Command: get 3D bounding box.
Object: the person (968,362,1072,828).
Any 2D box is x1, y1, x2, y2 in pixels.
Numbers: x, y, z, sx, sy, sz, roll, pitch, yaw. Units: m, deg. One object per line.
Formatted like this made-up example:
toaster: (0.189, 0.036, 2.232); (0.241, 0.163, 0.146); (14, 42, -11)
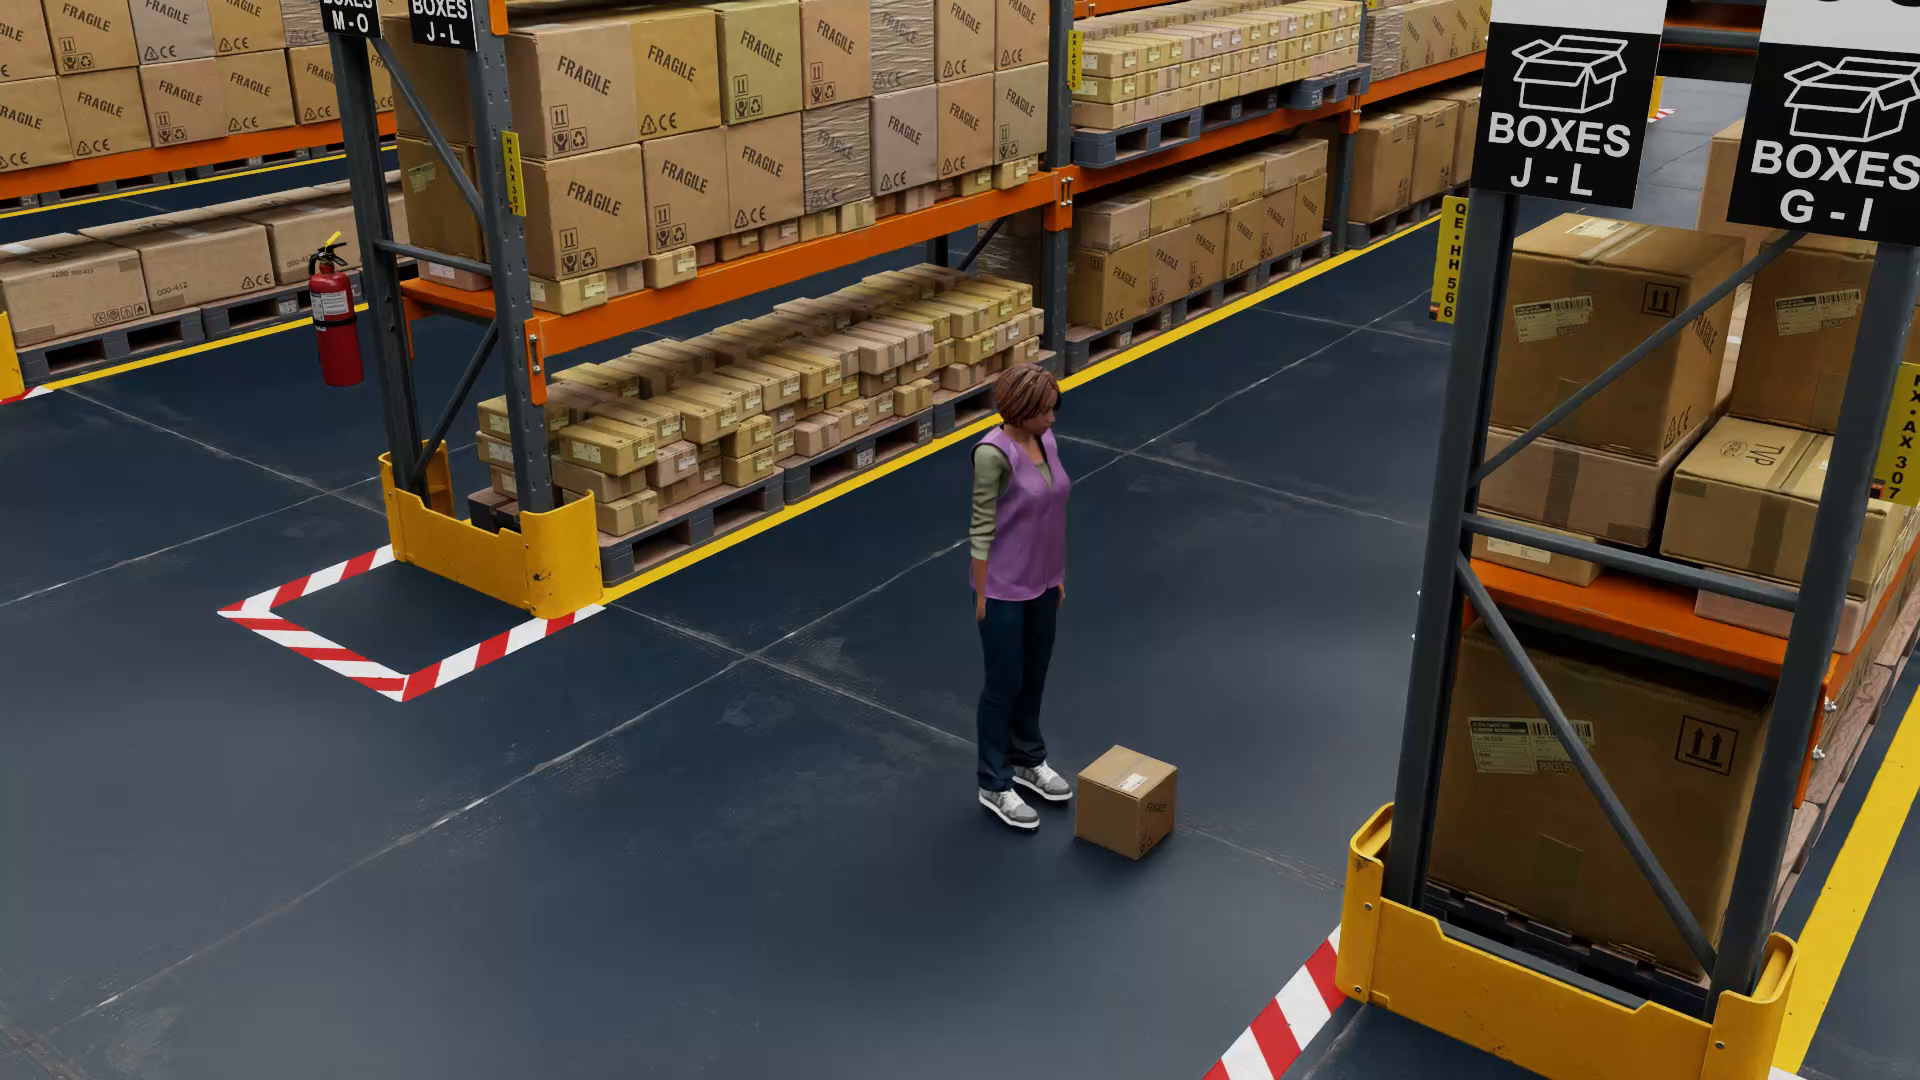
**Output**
person: (0.227, 0.177, 5.696); (0.375, 1.601, 0.439); (17, 29, 33)
